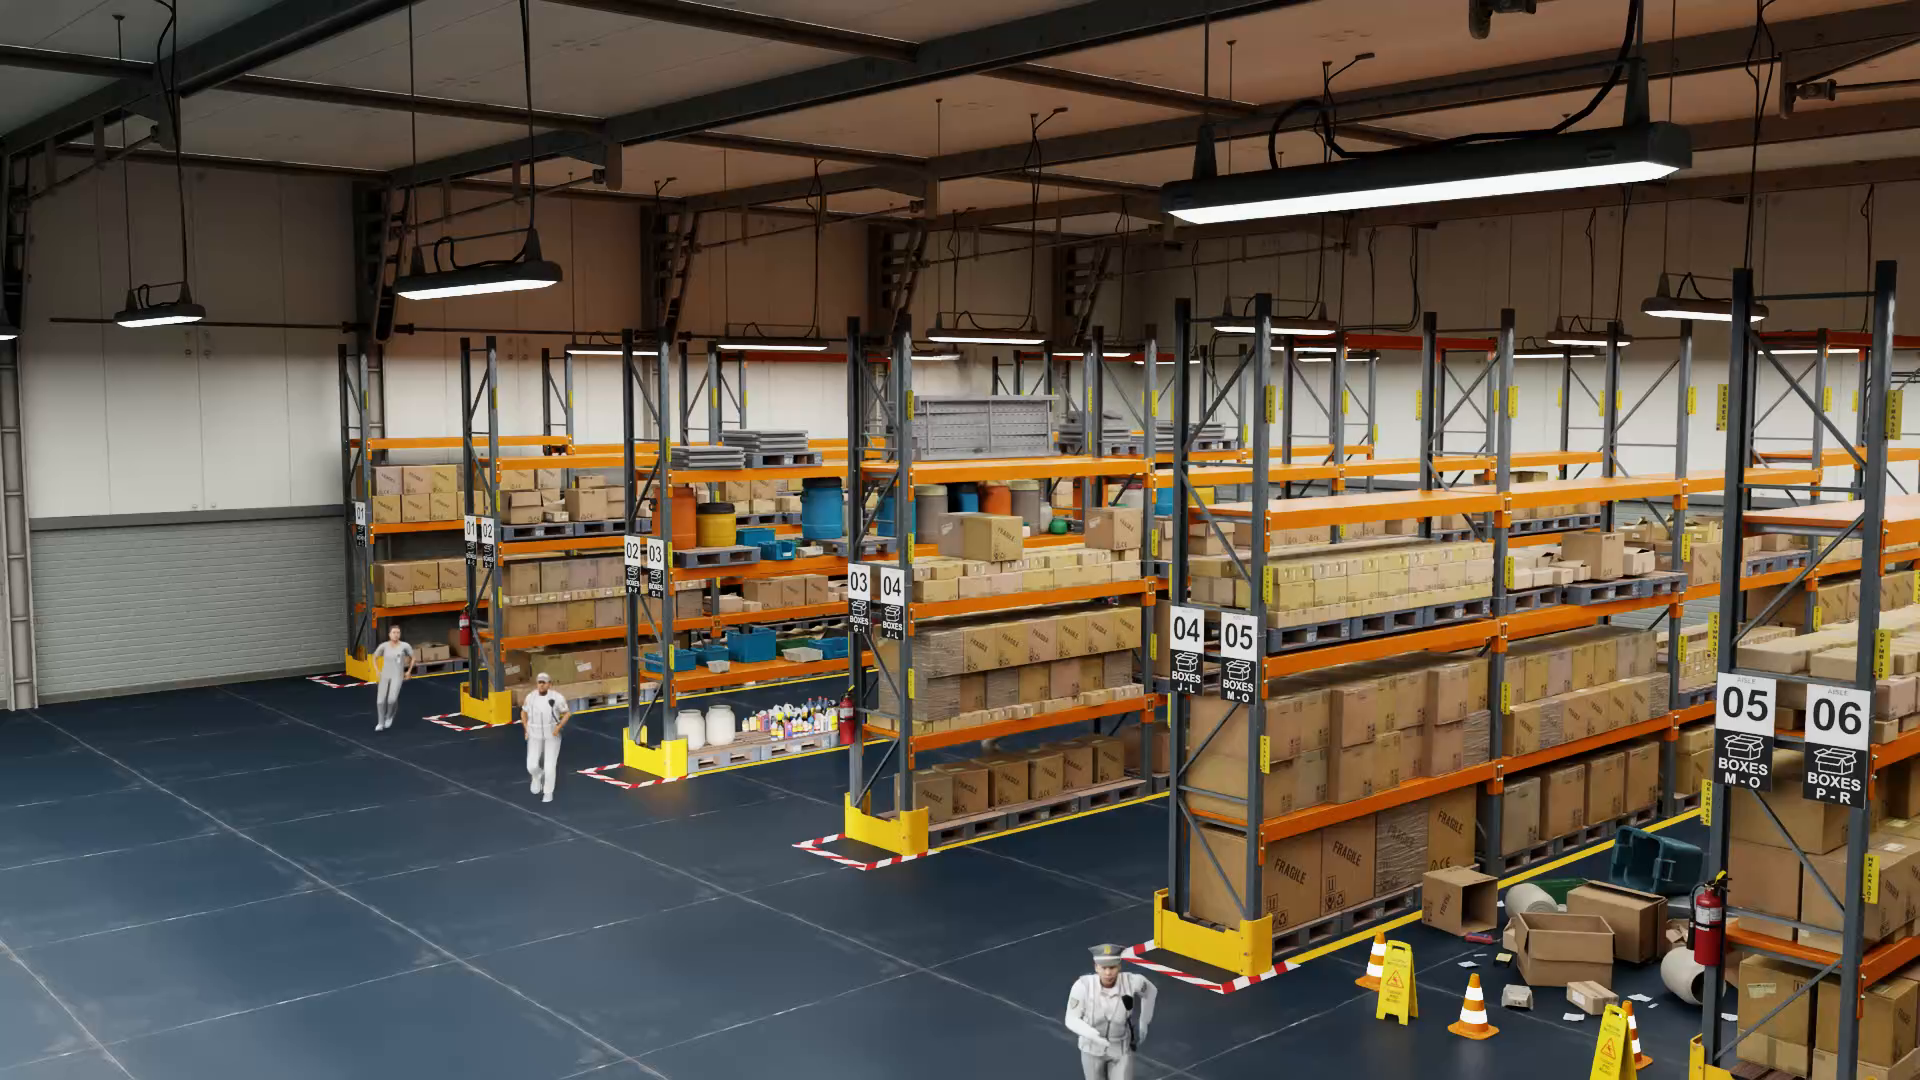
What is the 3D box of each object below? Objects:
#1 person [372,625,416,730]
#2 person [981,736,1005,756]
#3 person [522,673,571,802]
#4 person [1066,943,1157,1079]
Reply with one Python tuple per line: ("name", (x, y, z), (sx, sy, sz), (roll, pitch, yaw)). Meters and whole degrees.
("person", (-8.611, 2.097, 25.256), (0.620, 1.618, 0.556), (-1, 5, -9))
("person", (0.427, 2.368, 21.879), (0.570, 1.685, 0.683), (-4, 7, -41))
("person", (-5.233, 2.480, 21.000), (0.618, 1.635, 0.547), (-1, 5, -6))
("person", (0.990, 3.393, 10.908), (0.595, 1.624, 0.647), (1, 5, 7))
